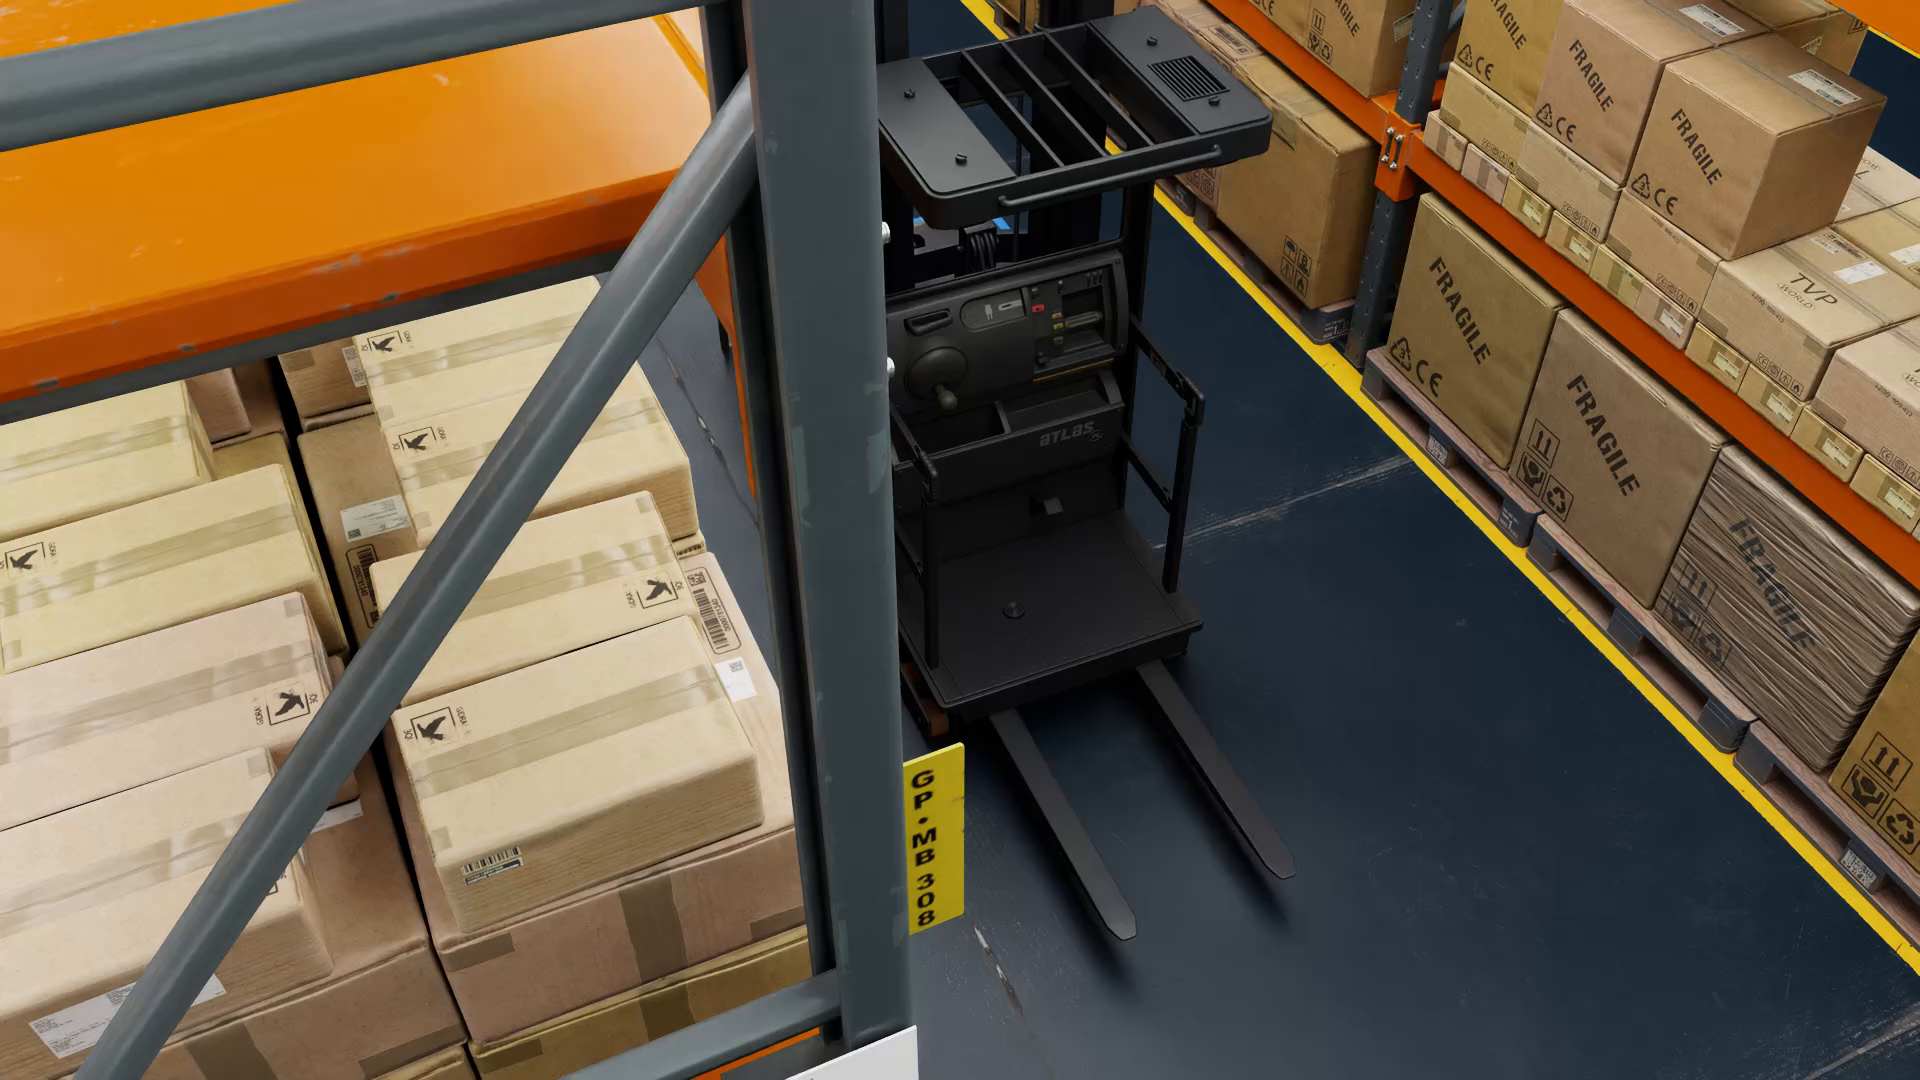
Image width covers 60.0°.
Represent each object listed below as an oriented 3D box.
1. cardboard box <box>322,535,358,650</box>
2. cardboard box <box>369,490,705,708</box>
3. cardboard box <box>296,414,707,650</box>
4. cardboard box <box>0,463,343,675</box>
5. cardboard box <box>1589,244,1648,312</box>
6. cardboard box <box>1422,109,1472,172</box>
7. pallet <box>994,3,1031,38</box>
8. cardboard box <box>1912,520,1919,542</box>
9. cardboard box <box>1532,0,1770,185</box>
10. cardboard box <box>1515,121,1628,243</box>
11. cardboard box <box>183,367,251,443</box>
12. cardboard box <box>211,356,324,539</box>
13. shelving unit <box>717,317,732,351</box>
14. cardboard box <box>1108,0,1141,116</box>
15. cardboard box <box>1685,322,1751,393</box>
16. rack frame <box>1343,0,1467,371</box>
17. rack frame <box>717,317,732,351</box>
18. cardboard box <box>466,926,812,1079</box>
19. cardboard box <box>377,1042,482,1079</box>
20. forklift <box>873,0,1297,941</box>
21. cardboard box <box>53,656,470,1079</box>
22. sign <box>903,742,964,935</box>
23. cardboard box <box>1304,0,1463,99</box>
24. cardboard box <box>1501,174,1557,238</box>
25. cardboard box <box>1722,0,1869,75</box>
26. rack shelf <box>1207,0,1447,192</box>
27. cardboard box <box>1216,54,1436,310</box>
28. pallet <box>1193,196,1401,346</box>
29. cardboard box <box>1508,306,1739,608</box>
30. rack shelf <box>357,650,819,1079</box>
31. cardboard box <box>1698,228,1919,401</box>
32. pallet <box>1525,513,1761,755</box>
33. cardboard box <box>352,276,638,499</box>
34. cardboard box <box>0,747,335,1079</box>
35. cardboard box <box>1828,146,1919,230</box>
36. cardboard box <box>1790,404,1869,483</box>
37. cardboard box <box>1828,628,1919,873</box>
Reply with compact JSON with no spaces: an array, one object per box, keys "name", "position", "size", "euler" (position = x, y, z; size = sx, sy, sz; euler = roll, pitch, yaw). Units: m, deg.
[{"name":"cardboard box","position":[-1.383,0.017,2.937],"size":[0.500,0.250,0.500],"euler":[-16,47,-16]},{"name":"cardboard box","position":[-0.555,0.111,2.202],"size":[0.380,0.149,0.250],"euler":[-16,47,-16]},{"name":"cardboard box","position":[-0.703,0.005,2.593],"size":[0.500,0.250,0.500],"euler":[-19,48,-18]},{"name":"cardboard box","position":[-1.064,0.078,2.236],"size":[0.380,0.149,0.250],"euler":[-19,48,-19]},{"name":"cardboard box","position":[2.591,-1.022,6.198],"size":[0.380,0.149,0.250],"euler":[-19,48,-18]},{"name":"cardboard box","position":[2.149,-1.687,6.872],"size":[0.380,0.149,0.250],"euler":[-18,47,-17]},{"name":"pallet","position":[0.908,-3.095,10.105],"size":[1.003,0.211,1.213],"euler":[-18,47,-17]},{"name":"cardboard box","position":[3.240,-0.040,5.202],"size":[0.380,0.149,0.250],"euler":[-17,47,-17]},{"name":"cardboard box","position":[2.496,-1.686,6.053],"size":[0.500,0.500,0.500],"euler":[-18,47,-17]},{"name":"cardboard box","position":[2.491,-1.420,6.318],"size":[0.500,0.250,0.500],"euler":[-18,47,-18]},{"name":"cardboard box","position":[-1.325,-0.238,2.556],"size":[0.380,0.149,0.250],"euler":[-19,48,-18]},{"name":"cardboard box","position":[-1.388,-0.177,2.778],"size":[0.500,0.250,0.500],"euler":[-17,47,-17]},{"name":"shelving unit","position":[-0.780,-1.324,7.393],"size":[0.431,1.500,0.755],"euler":[-26,50,-24]},{"name":"cardboard box","position":[1.284,-2.989,9.226],"size":[1.225,0.875,0.875],"euler":[-18,47,-17]},{"name":"cardboard box","position":[2.806,-0.694,5.865],"size":[0.380,0.149,0.250],"euler":[-19,48,-19]},{"name":"rack frame","position":[2.327,-2.063,7.074],"size":[1.000,3.000,0.127],"euler":[-18,47,-17]},{"name":"rack frame","position":[-0.987,-1.536,7.608],"size":[0.400,1.500,0.023],"euler":[-26,50,-24]},{"name":"cardboard box","position":[-0.491,0.510,2.437],"size":[0.500,0.250,0.500],"euler":[-16,47,-16]},{"name":"cardboard box","position":[-0.965,0.660,2.285],"size":[0.500,0.250,0.500],"euler":[-19,48,-18]},{"name":"forklift","position":[0.247,-0.636,5.677],"size":[1.130,2.935,3.031],"euler":[-17,47,-16]},{"name":"cardboard box","position":[-0.959,0.476,2.116],"size":[0.500,0.250,0.500],"euler":[-19,48,-19]},{"name":"sign","position":[-0.042,0.347,1.873],"size":[0.100,0.325,0.005],"euler":[-18,47,-17]},{"name":"cardboard box","position":[1.882,-2.316,7.259],"size":[0.500,0.500,0.500],"euler":[-18,47,-17]},{"name":"cardboard box","position":[2.371,-1.352,6.532],"size":[0.380,0.149,0.250],"euler":[-17,47,-16]},{"name":"cardboard box","position":[2.970,-1.848,6.217],"size":[0.500,0.500,0.500],"euler":[-18,47,-17]},{"name":"rack shelf","position":[1.486,-3.082,8.618],"size":[1.077,0.370,4.000],"euler":[-18,47,-17]},{"name":"cardboard box","position":[2.040,-1.858,8.080],"size":[1.225,0.875,0.875],"euler":[-18,47,-17]},{"name":"pallet","position":[1.934,-1.540,8.529],"size":[1.003,0.211,1.213],"euler":[-18,47,-17]},{"name":"cardboard box","position":[2.910,-0.439,6.641],"size":[0.875,0.875,0.875],"euler":[-18,47,-17]},{"name":"rack shelf","position":[-1.375,-0.200,3.562],"size":[1.077,0.370,4.000],"euler":[-18,47,-17]},{"name":"cardboard box","position":[2.914,-0.775,5.664],"size":[0.500,0.250,0.500],"euler":[-18,47,-17]},{"name":"pallet","position":[3.092,0.216,6.750],"size":[1.003,0.211,1.213],"euler":[-18,47,-17]},{"name":"cardboard box","position":[-0.704,-0.239,2.557],"size":[0.380,0.149,0.250],"euler":[-17,47,-17]},{"name":"cardboard box","position":[-0.940,0.427,1.882],"size":[0.380,0.149,0.250],"euler":[-18,48,-18]},{"name":"cardboard box","position":[3.185,-1.257,6.153],"size":[0.500,0.250,0.500],"euler":[-17,47,-17]},{"name":"cardboard box","position":[3.020,-0.370,5.537],"size":[0.380,0.149,0.250],"euler":[-18,47,-17]},{"name":"cardboard box","position":[3.667,0.709,5.479],"size":[0.875,0.875,0.875],"euler":[-18,47,-17]}]
